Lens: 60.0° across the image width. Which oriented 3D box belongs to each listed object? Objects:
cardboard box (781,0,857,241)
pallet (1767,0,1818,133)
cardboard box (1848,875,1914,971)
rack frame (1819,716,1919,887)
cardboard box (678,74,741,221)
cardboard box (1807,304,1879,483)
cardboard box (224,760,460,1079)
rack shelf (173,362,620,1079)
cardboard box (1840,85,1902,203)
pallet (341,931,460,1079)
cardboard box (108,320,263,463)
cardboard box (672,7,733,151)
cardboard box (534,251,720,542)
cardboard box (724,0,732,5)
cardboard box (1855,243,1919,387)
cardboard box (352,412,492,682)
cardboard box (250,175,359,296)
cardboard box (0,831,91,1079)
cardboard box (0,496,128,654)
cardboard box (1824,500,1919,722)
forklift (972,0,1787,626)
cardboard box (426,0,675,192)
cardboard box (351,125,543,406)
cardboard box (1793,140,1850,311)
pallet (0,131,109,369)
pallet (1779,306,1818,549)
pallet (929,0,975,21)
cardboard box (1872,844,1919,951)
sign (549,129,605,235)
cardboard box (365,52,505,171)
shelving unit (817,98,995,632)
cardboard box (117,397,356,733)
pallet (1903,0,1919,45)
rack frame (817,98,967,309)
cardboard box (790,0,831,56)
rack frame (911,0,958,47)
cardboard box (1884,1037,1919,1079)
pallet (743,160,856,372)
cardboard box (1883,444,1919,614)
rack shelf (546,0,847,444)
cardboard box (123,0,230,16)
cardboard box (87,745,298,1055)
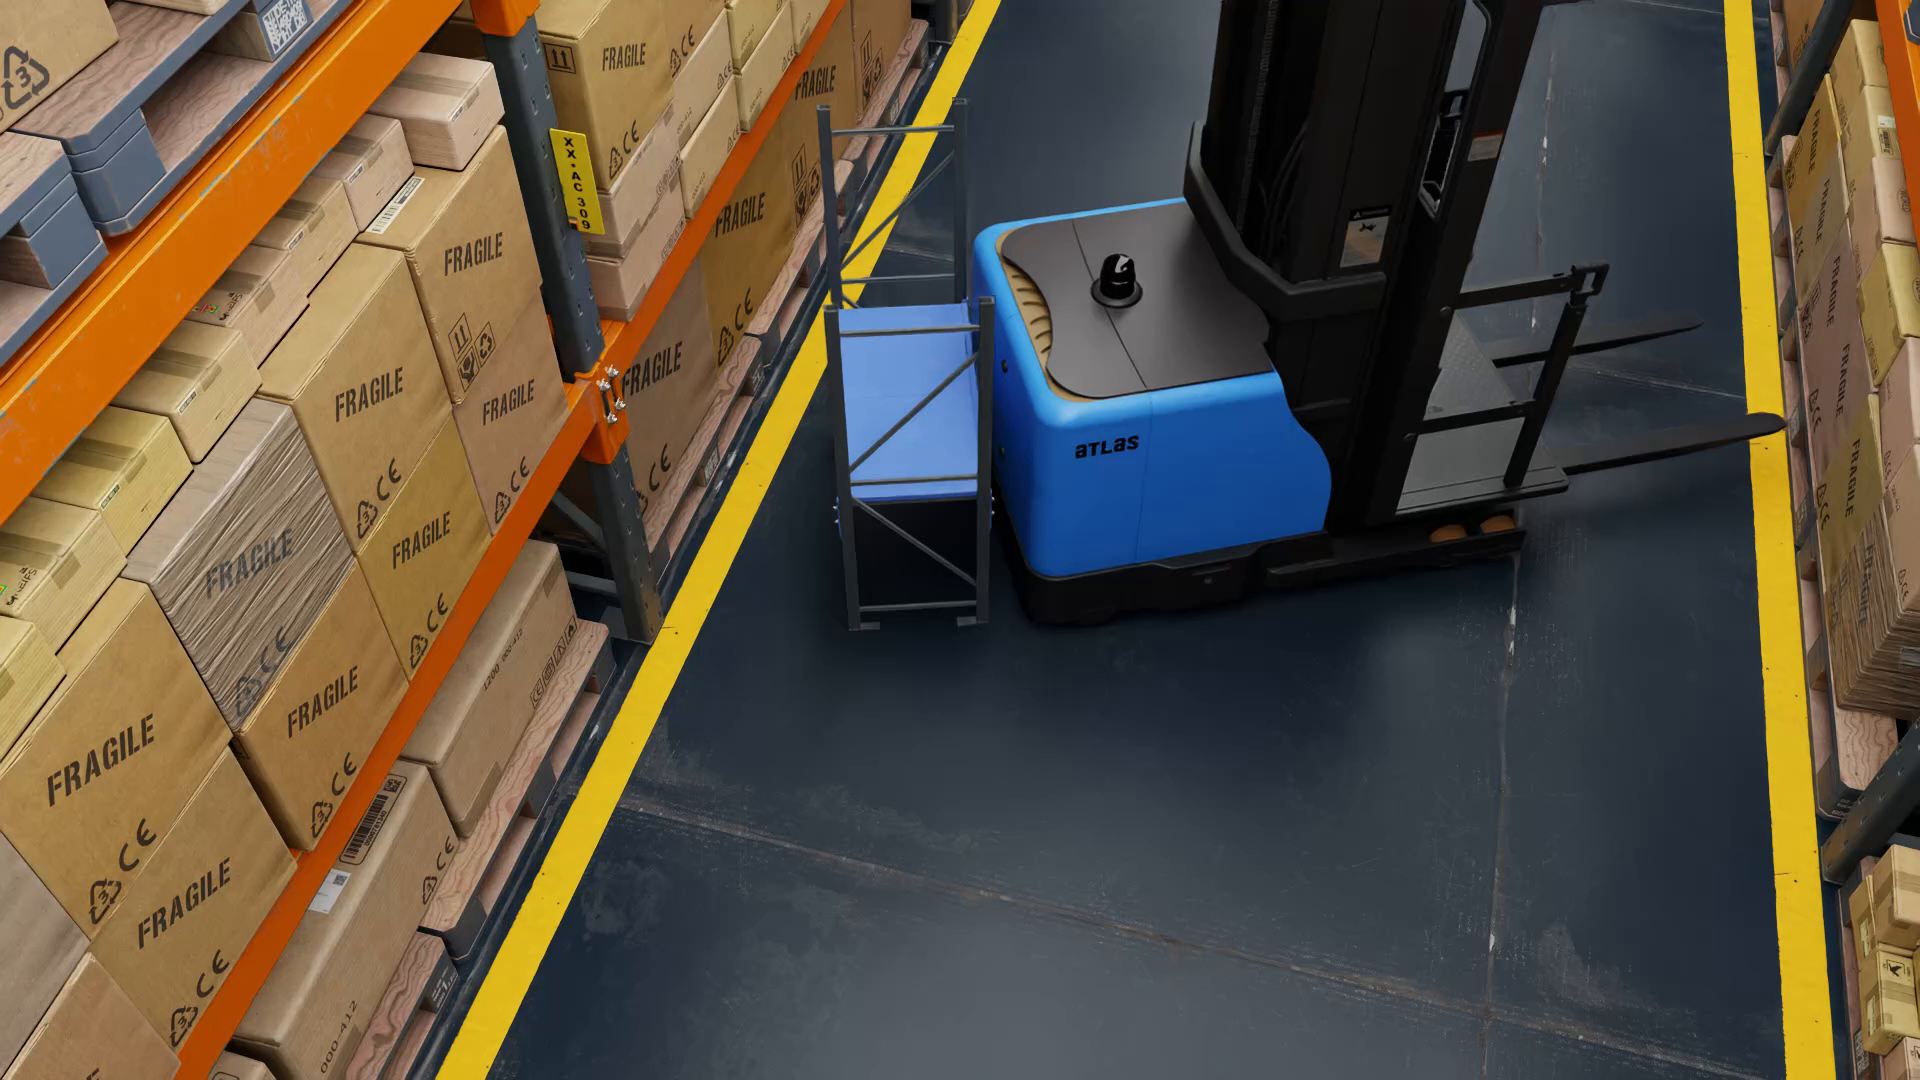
[{"bbox_3d":[-1.010,-1.955,7.112,0.875,0.875,0.875,12,50,10],"label":"cardboard box"},{"bbox_3d":[4.573,-2.376,8.206,1.003,0.211,1.213,12,50,10],"label":"pallet"},{"bbox_3d":[2.834,1.154,4.852,0.380,0.149,0.250,10,49,8],"label":"cardboard box"},{"bbox_3d":[3.240,0.150,4.117,1.000,3.000,0.127,12,50,10],"label":"rack frame"},{"bbox_3d":[-1.057,-1.345,5.536,0.500,0.250,0.500,10,49,9],"label":"cardboard box"},{"bbox_3d":[3.466,-0.488,6.067,0.500,0.500,0.500,11,49,9],"label":"cardboard box"},{"bbox_3d":[-2.066,1.036,4.764,0.875,0.438,0.875,10,49,9],"label":"cardboard box"},{"bbox_3d":[-2.088,0.931,3.908,1.077,0.370,4.000,12,50,10],"label":"rack shelf"},{"bbox_3d":[3.744,-1.486,6.447,0.500,0.250,0.500,11,49,10],"label":"cardboard box"},{"bbox_3d":[-2.157,1.589,4.707,1.003,0.211,1.213,12,50,10],"label":"pallet"},{"bbox_3d":[-1.666,-0.324,3.369,0.380,0.149,0.250,11,50,10],"label":"cardboard box"},{"bbox_3d":[-1.064,-1.515,5.353,0.500,0.250,0.500,12,50,11],"label":"cardboard box"},{"bbox_3d":[-1.476,-0.654,5.964,0.875,0.875,0.875,13,50,11],"label":"cardboard box"},{"bbox_3d":[-0.927,-2.115,5.383,0.500,0.500,0.500,10,49,9],"label":"cardboard box"},{"bbox_3d":[3.466,-0.753,5.801,0.500,0.250,0.500,10,49,8],"label":"cardboard box"},{"bbox_3d":[-1.568,-0.028,4.207,0.500,0.500,0.500,10,49,9],"label":"cardboard box"},{"bbox_3d":[-1.585,-0.699,3.700,0.380,0.149,0.250,12,50,10],"label":"cardboard box"},{"bbox_3d":[-1.957,0.736,2.867,0.500,0.500,0.500,11,50,10],"label":"cardboard box"},{"bbox_3d":[-1.784,0.046,3.042,0.380,0.149,0.250,12,50,10],"label":"cardboard box"},{"bbox_3d":[3.192,0.253,5.413,0.500,0.500,0.500,11,49,9],"label":"cardboard box"},{"bbox_3d":[1.605,-1.248,5.396,3.031,2.935,1.130,-10,49,-9],"label":"forklift"},{"bbox_3d":[-1.169,-1.379,4.733,0.500,0.500,0.500,12,50,10],"label":"cardboard box"},{"bbox_3d":[-1.420,-0.722,4.153,0.500,0.500,0.500,11,50,10],"label":"cardboard box"},{"bbox_3d":[3.732,-1.230,6.722,0.500,0.500,0.500,12,50,10],"label":"cardboard box"},{"bbox_3d":[-2.111,-0.248,2.526,1.003,0.211,1.213,12,50,10],"label":"pallet"},{"bbox_3d":[3.763,-0.376,6.441,1.003,0.211,1.213,12,50,10],"label":"pallet"},{"bbox_3d":[-0.302,-3.289,9.012,1.003,0.211,1.213,12,50,10],"label":"pallet"},{"bbox_3d":[2.836,1.055,4.741,0.380,0.149,0.250,14,50,12],"label":"cardboard box"},{"bbox_3d":[-1.026,-0.958,4.465,0.100,0.325,0.005,12,50,10],"label":"sign"},{"bbox_3d":[-1.336,-1.047,4.007,0.380,0.149,0.250,11,49,9],"label":"cardboard box"},{"bbox_3d":[-0.188,-0.573,5.756,0.538,1.500,1.048,-3,49,-3],"label":"shelving unit"},{"bbox_3d":[-1.686,0.013,3.504,0.500,0.500,0.500,12,50,11],"label":"cardboard box"},{"bbox_3d":[4.208,-2.143,6.269,1.213,0.211,1.003,12,50,10],"label":"pallet"},{"bbox_3d":[-0.226,-0.953,6.091,0.500,1.500,0.032,-3,49,-3],"label":"rack frame"},{"bbox_3d":[-0.766,-2.072,6.178,0.500,0.250,0.500,11,49,9],"label":"cardboard box"},{"bbox_3d":[-0.509,-3.647,7.468,1.000,3.000,0.127,12,50,10],"label":"rack frame"},{"bbox_3d":[2.749,1.537,4.514,0.380,0.149,0.250,11,50,10],"label":"cardboard box"},{"bbox_3d":[-1.113,-1.289,7.247,1.003,0.211,1.213,12,50,10],"label":"pallet"},{"bbox_3d":[3.192,0.001,5.135,0.500,0.250,0.500,10,49,9],"label":"cardboard box"},{"bbox_3d":[-1.036,-1.962,6.461,1.077,0.370,4.000,12,50,10],"label":"rack shelf"},{"bbox_3d":[-1.491,-1.119,3.057,0.380,0.149,0.250,13,50,11],"label":"cardboard box"},{"bbox_3d":[-1.838,0.714,3.552,0.500,0.500,0.500,13,50,11],"label":"cardboard box"}]
